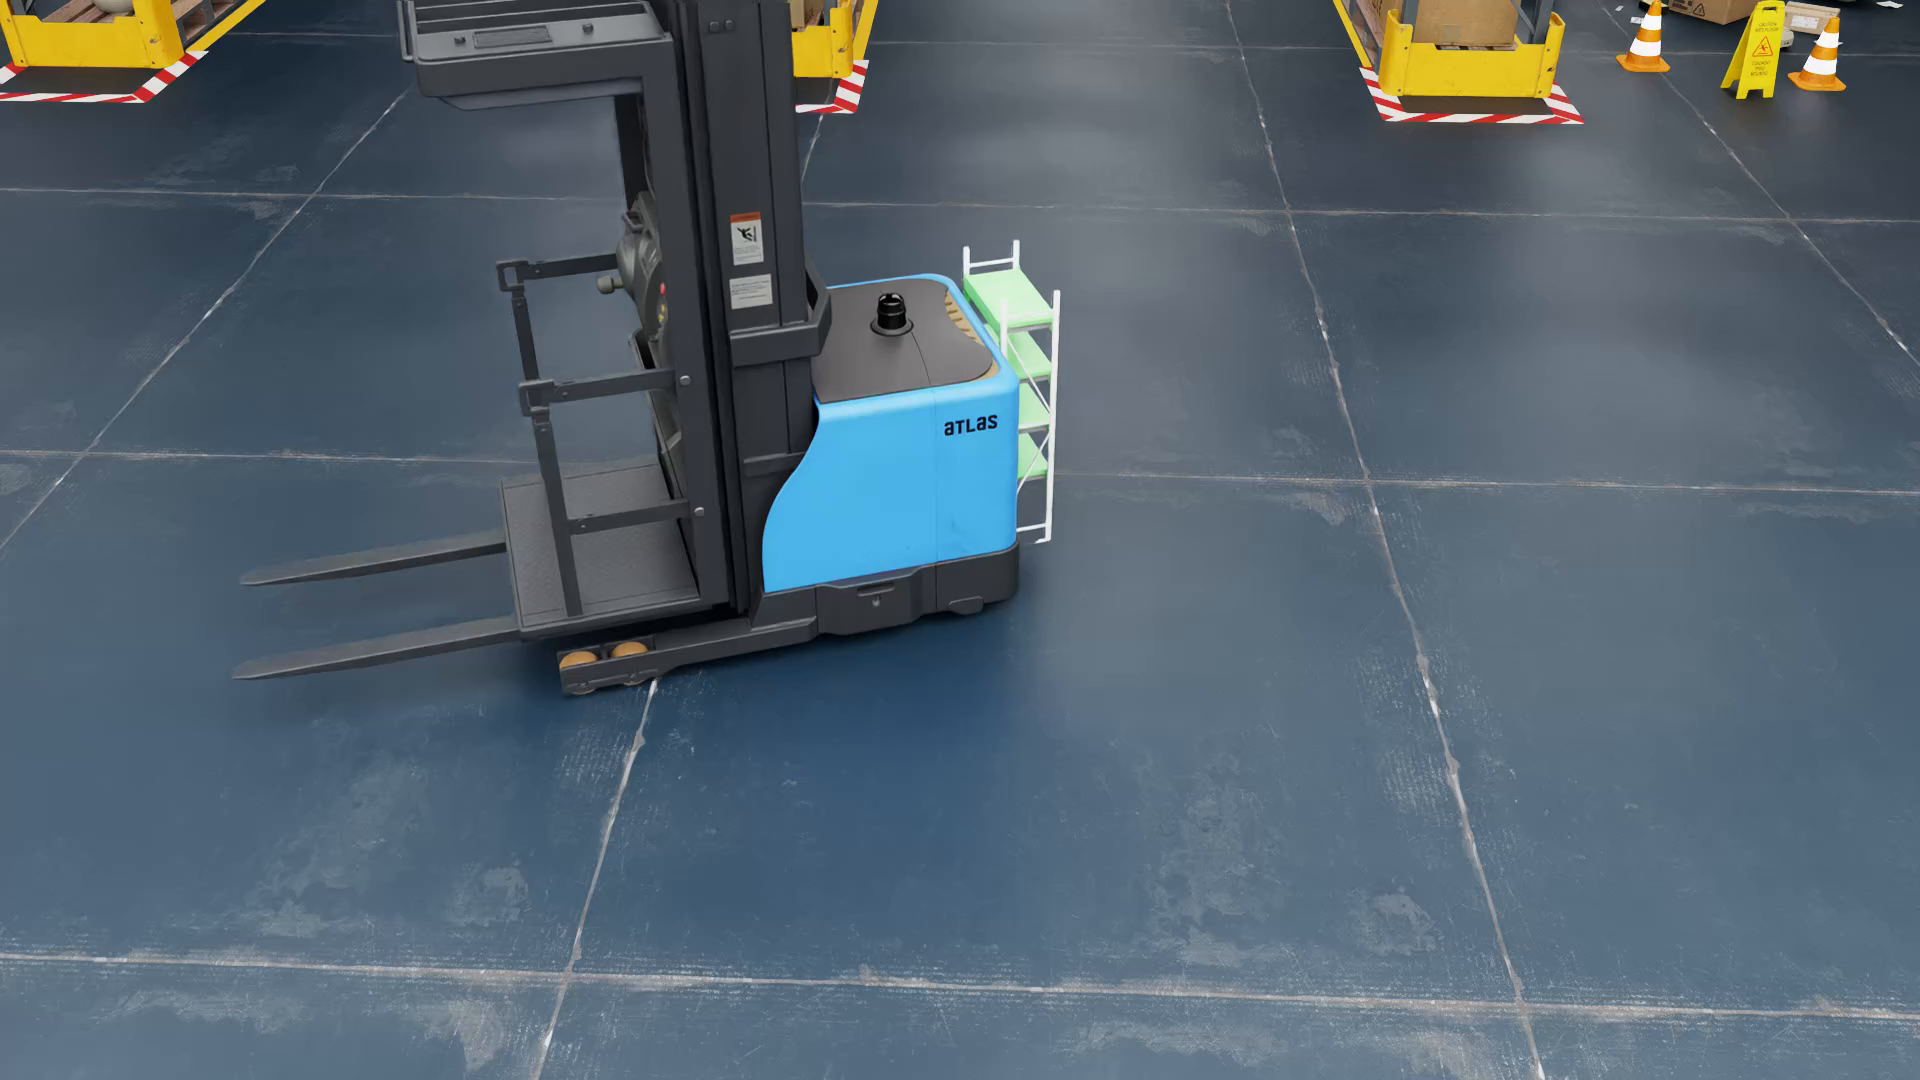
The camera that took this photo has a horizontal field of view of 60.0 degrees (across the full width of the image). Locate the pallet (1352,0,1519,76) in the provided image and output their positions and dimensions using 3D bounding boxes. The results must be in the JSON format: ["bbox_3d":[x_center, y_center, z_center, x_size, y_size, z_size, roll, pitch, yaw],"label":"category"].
[{"bbox_3d":[3.532,-3.773,12.436,1.003,0.211,1.213,1,35,2],"label":"pallet"}]

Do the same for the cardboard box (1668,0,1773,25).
[{"bbox_3d":[6.069,-4.443,13.134,0.797,0.503,0.637,-24,42,-30],"label":"cardboard box"}]

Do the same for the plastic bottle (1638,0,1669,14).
[{"bbox_3d":[5.512,-4.262,13.261,0.133,0.061,0.283,-10,36,-14],"label":"plastic bottle"}]

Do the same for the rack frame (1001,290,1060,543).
[{"bbox_3d":[0.278,-0.471,6.877,0.240,1.200,0.015,-10,36,-14],"label":"rack frame"}]

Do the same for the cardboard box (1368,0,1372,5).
[{"bbox_3d":[3.573,-4.652,12.744,0.875,0.875,0.875,1,35,1],"label":"cardboard box"}]

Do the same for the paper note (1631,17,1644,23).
[{"bbox_3d":[5.336,-4.075,13.024,0.144,0.017,0.142,13,37,18],"label":"paper note"}]

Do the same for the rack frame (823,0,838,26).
[{"bbox_3d":[-1.374,-4.626,11.223,1.000,3.000,0.127,1,35,2],"label":"rack frame"}]

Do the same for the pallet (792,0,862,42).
[{"bbox_3d":[-1.303,-3.994,12.750,1.003,0.211,1.213,1,35,2],"label":"pallet"}]

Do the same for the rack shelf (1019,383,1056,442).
[{"bbox_3d":[0.204,-0.553,7.104,0.258,0.148,0.480,-10,36,-14],"label":"rack shelf"}]

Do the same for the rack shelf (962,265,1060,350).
[{"bbox_3d":[0.204,-0.945,6.828,0.258,0.148,0.480,-10,36,-14],"label":"rack shelf"}]

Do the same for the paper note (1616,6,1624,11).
[{"bbox_3d":[5.271,-4.250,13.289,0.032,0.001,0.123,20,40,26],"label":"paper note"}]

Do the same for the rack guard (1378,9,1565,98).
[{"bbox_3d":[3.577,-3.417,11.677,1.175,0.500,0.348,1,35,2],"label":"rack guard"}]

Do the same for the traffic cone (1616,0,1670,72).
[{"bbox_3d":[5.018,-3.687,12.094,0.336,0.463,0.334,1,35,2],"label":"traffic cone"}]

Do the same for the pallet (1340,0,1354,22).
[{"bbox_3d":[3.584,-4.472,13.430,1.003,0.211,1.213,1,35,2],"label":"pallet"}]

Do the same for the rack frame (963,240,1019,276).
[{"bbox_3d":[0.131,-0.739,7.258,0.240,1.200,0.015,-10,36,-14],"label":"rack frame"}]

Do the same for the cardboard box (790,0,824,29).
[{"bbox_3d":[-1.332,-4.133,12.331,0.500,0.500,0.500,8,36,11],"label":"cardboard box"}]

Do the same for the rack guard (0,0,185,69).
[{"bbox_3d":[-6.367,-3.762,12.168,1.175,0.500,0.348,1,35,2],"label":"rack guard"}]

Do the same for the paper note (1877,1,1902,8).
[{"bbox_3d":[7.471,-4.306,13.350,0.142,0.019,0.148,-10,36,-14],"label":"paper note"}]

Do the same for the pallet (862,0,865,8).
[{"bbox_3d":[-1.251,-4.693,13.745,1.003,0.211,1.213,1,35,2],"label":"pallet"}]

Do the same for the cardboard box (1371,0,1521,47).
[{"bbox_3d":[3.539,-4.147,12.024,0.875,0.875,0.875,2,35,2],"label":"cardboard box"}]

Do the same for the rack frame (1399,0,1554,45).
[{"bbox_3d":[3.578,-4.453,10.977,1.000,3.000,0.127,1,35,2],"label":"rack frame"}]

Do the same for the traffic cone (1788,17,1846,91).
[{"bbox_3d":[6.134,-3.466,11.779,0.336,0.463,0.334,1,35,2],"label":"traffic cone"}]

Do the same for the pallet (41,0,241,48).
[{"bbox_3d":[-6.329,-4.111,12.915,1.003,0.211,1.213,1,35,2],"label":"pallet"}]

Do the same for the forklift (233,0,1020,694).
[{"bbox_3d":[-1.334,-0.945,6.046,3.031,2.935,1.130,-10,36,-14],"label":"forklift"}]

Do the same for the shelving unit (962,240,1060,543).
[{"bbox_3d":[0.204,-0.605,7.067,0.258,1.200,0.503,-10,36,-14],"label":"shelving unit"}]

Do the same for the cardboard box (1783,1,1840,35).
[{"bbox_3d":[6.562,-4.030,12.854,0.380,0.149,0.250,20,40,26],"label":"cardboard box"}]

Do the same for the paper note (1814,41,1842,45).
[{"bbox_3d":[6.577,-3.771,12.589,0.148,0.019,0.142,-10,36,-14],"label":"paper note"}]

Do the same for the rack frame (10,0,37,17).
[{"bbox_3d":[-6.323,-4.740,11.386,1.000,3.000,0.127,1,35,2],"label":"rack frame"}]

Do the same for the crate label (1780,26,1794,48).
[{"bbox_3d":[6.103,-3.786,12.518,0.250,0.136,0.298,-17,38,-22],"label":"crate label"}]

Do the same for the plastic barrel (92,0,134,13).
[{"bbox_3d":[-6.373,-4.274,12.521,0.421,0.512,0.421,0,35,0],"label":"plastic barrel"}]

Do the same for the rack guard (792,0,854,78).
[{"bbox_3d":[-1.371,-3.647,12.004,1.175,0.500,0.348,1,35,2],"label":"rack guard"}]

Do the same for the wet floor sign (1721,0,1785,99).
[{"bbox_3d":[5.555,-3.427,11.566,0.267,0.644,0.232,-4,35,-6],"label":"wet floor sign"}]

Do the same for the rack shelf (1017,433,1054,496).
[{"bbox_3d":[0.204,-0.356,7.242,0.258,0.148,0.480,-10,36,-14],"label":"rack shelf"}]

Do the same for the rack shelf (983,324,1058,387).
[{"bbox_3d":[0.204,-0.749,6.966,0.258,0.148,0.480,-10,36,-14],"label":"rack shelf"}]

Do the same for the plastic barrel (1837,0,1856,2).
[{"bbox_3d":[7.098,-4.564,13.376,0.512,0.421,0.421,28,44,33],"label":"plastic barrel"}]
